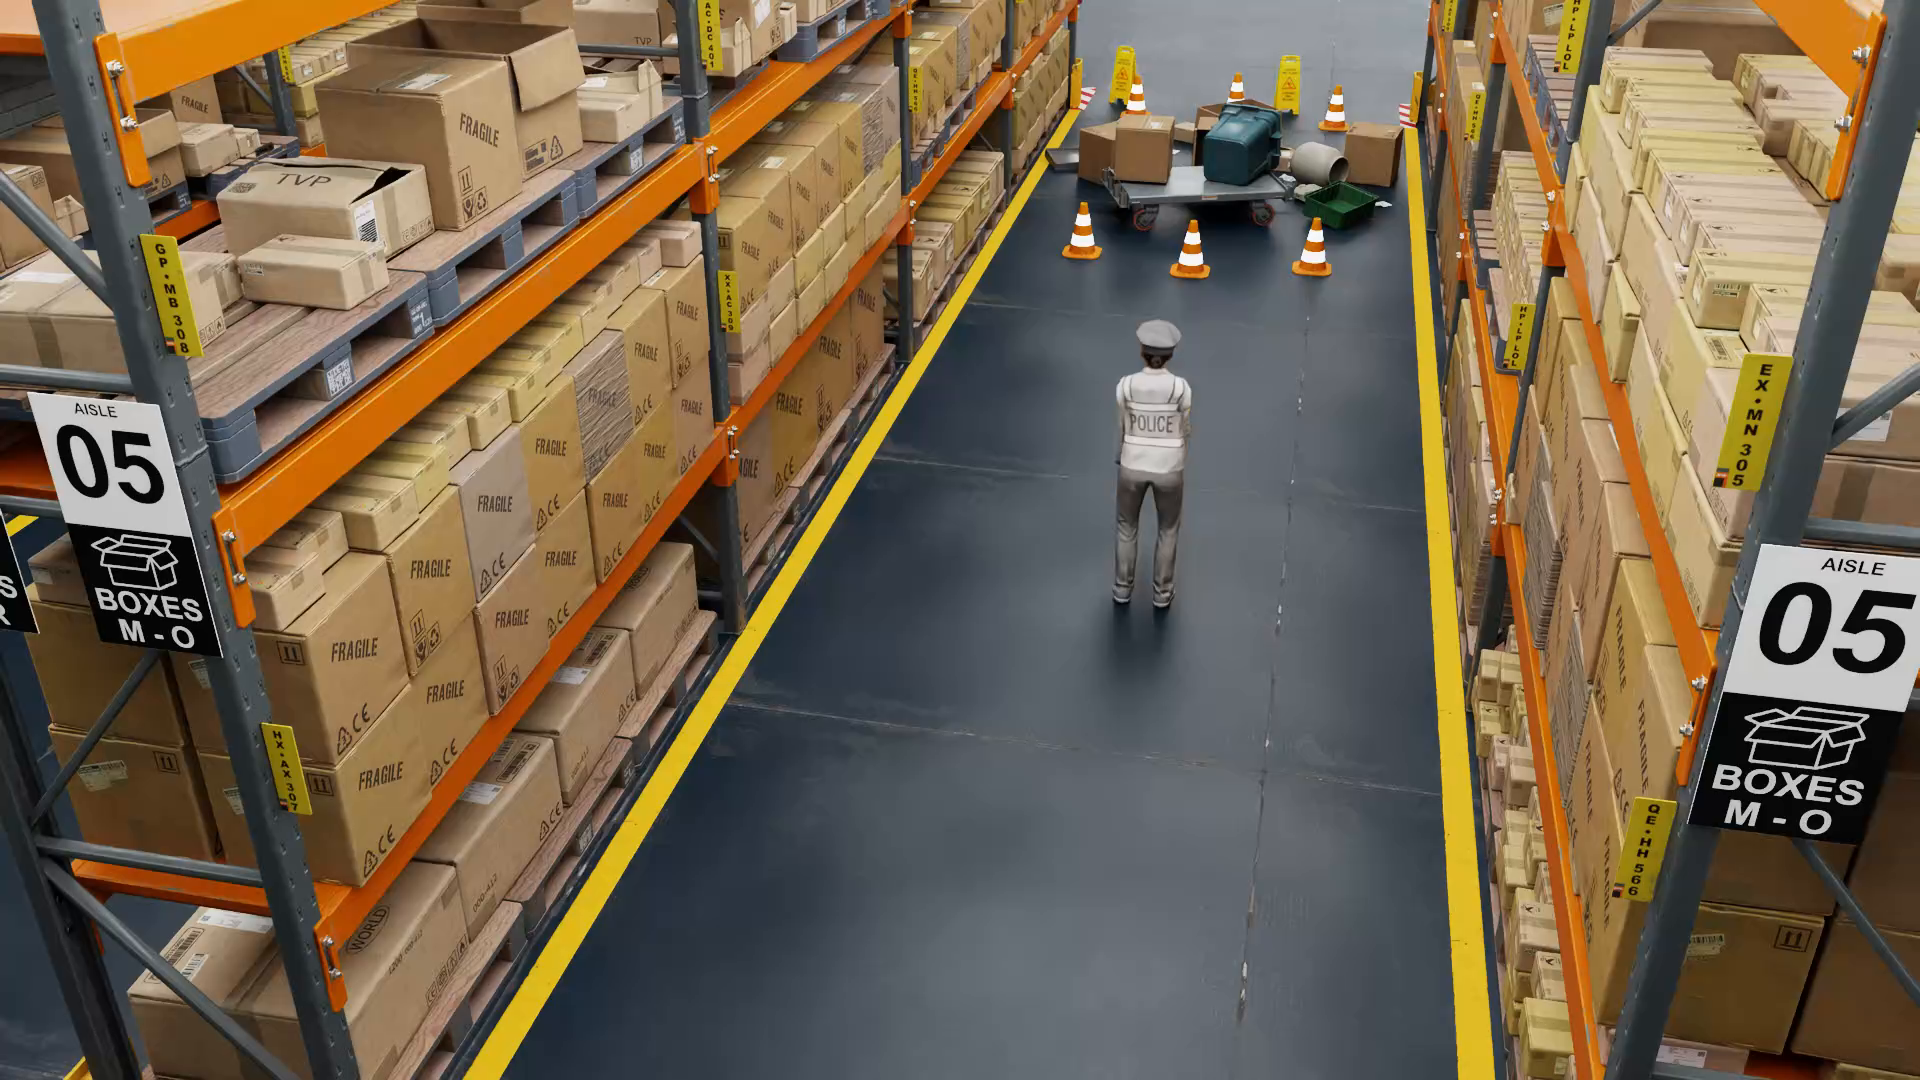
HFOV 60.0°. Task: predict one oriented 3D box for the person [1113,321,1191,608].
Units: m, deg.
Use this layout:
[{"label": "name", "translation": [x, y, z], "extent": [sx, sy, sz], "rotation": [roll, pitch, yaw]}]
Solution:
[{"label": "person", "translation": [1.076, -0.439, 9.393], "extent": [0.416, 1.684, 0.531], "rotation": [5, 29, 10]}]
